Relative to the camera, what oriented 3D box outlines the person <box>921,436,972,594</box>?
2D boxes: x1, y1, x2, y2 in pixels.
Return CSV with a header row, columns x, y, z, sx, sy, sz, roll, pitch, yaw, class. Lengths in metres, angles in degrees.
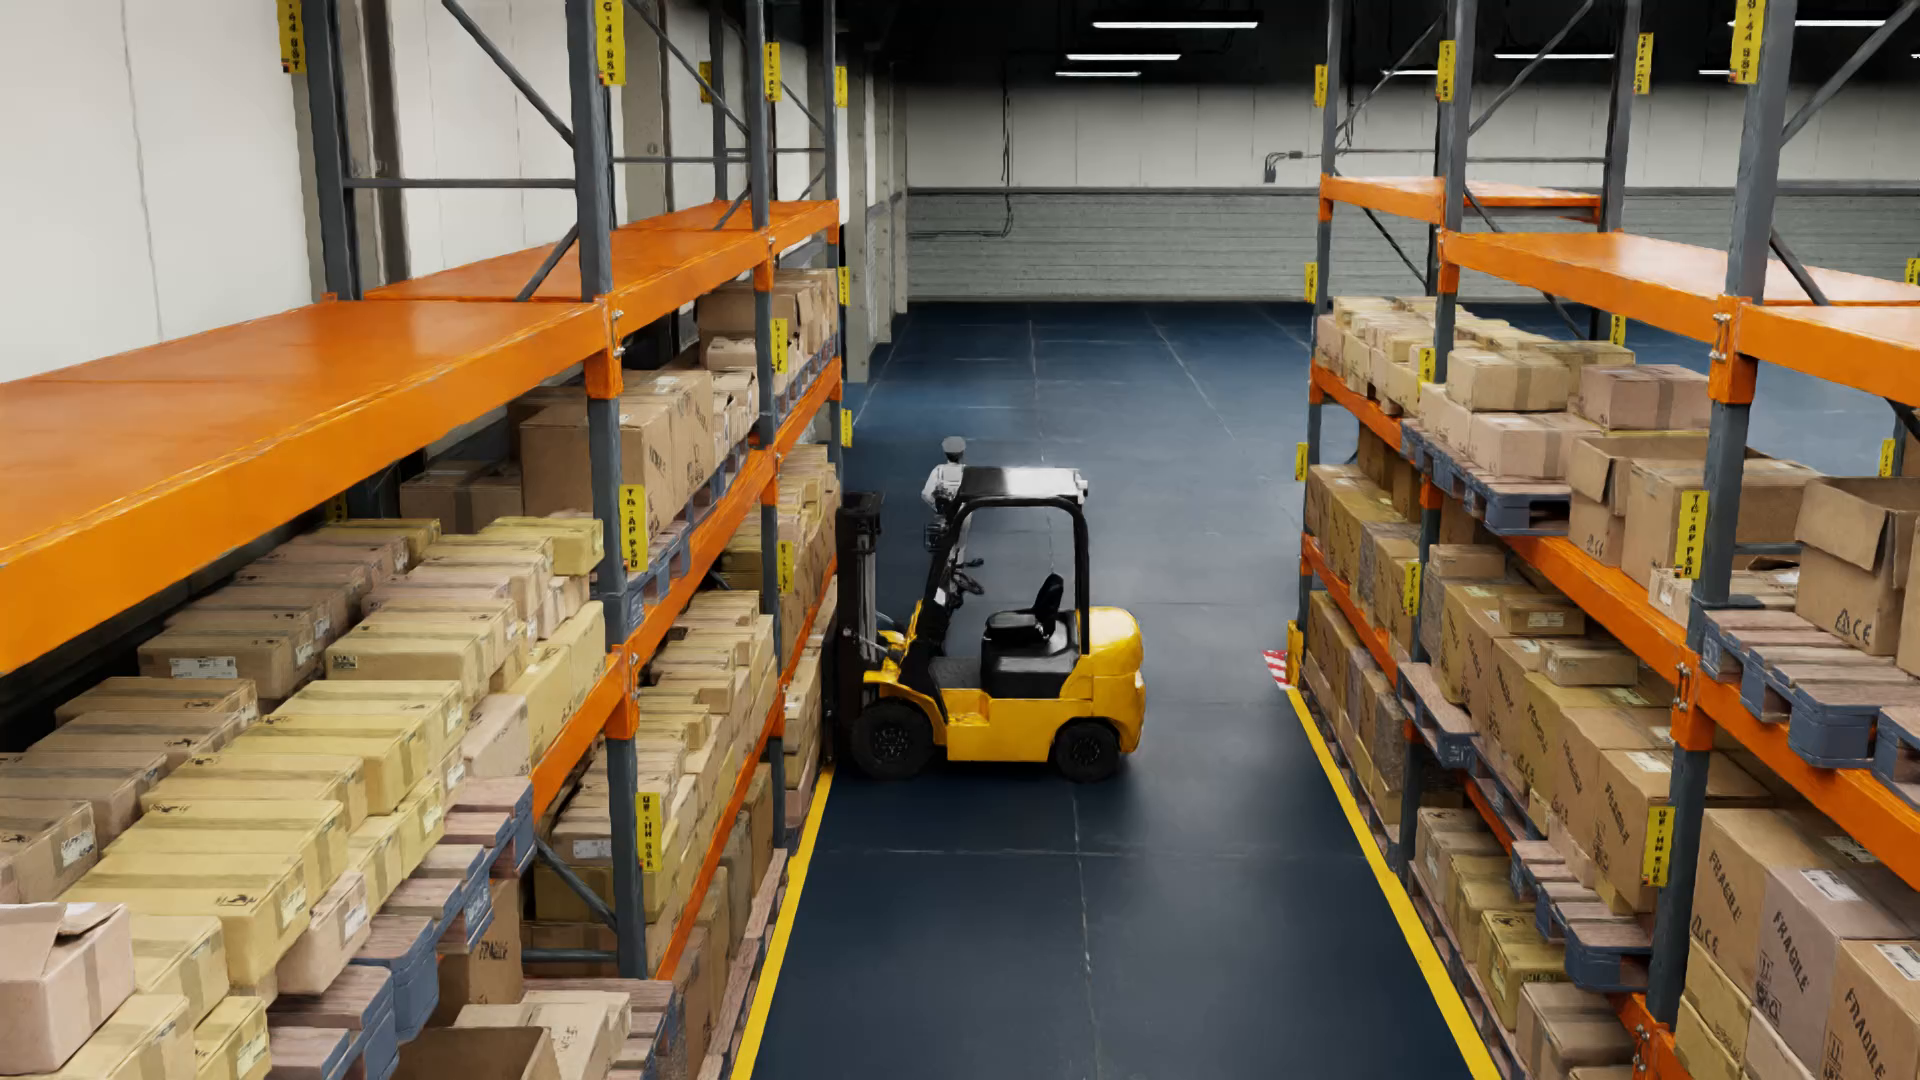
x,y,z,sx,sy,sz,roll,pitch,yaw,class
-0.072,-0.232,16.909,0.631,1.662,0.598,0,14,0,person
